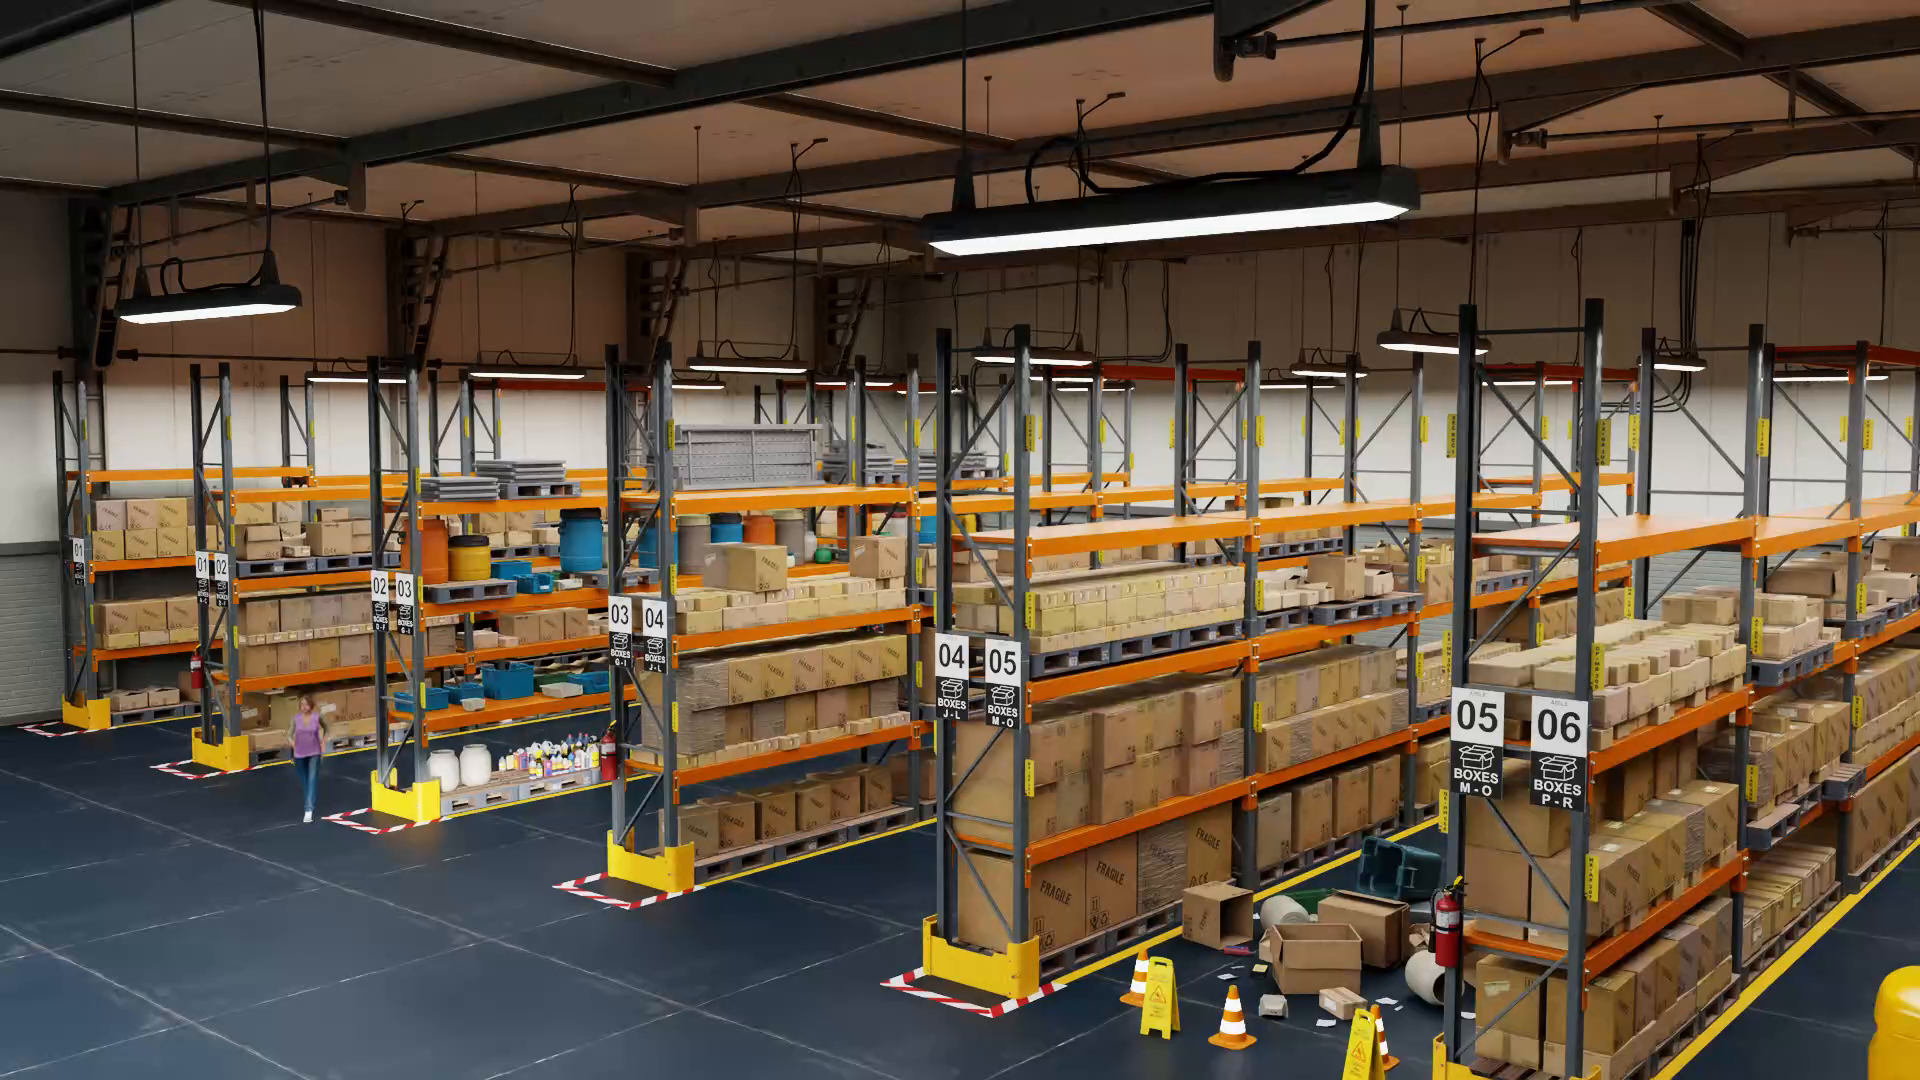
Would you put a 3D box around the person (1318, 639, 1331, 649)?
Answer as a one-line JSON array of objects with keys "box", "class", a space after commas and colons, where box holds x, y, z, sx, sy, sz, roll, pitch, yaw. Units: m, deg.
[{"box": [5.849, 2.381, 26.760, 0.703, 1.721, 0.587, 3, 5, 37], "class": "person"}]

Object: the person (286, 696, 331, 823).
[{"box": [-8.481, 2.812, 21.644, 0.538, 1.599, 0.848, -1, 4, -15], "class": "person"}]
